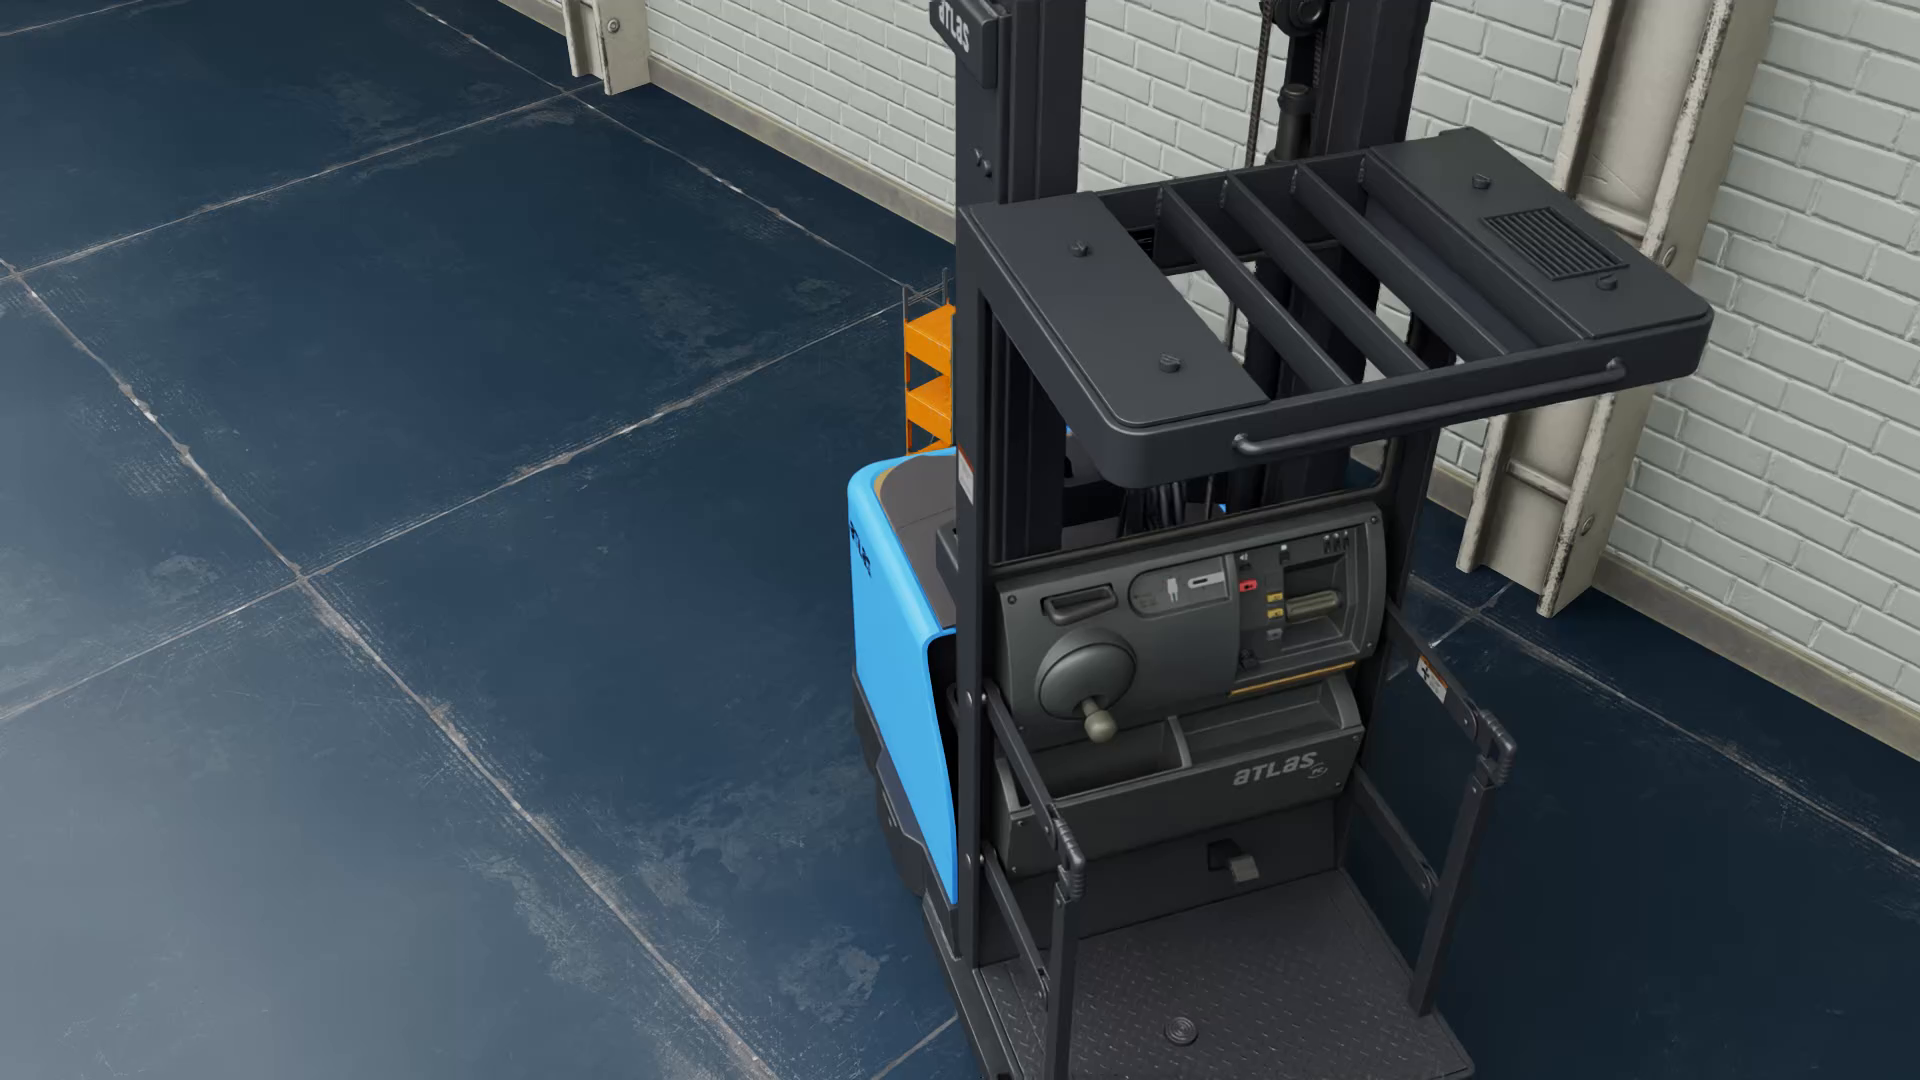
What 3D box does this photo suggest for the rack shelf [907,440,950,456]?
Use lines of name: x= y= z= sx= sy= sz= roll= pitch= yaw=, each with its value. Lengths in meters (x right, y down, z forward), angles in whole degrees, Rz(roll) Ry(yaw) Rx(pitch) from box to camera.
rack shelf: x=-0.036 y=-0.209 z=6.132 sx=0.215 sy=0.259 sz=0.240 roll=-30 pitch=48 yaw=-32

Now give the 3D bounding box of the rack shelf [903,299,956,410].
rack shelf: x=-0.036 y=-0.646 z=5.779 sx=0.215 sy=0.259 sz=0.240 roll=-30 pitch=48 yaw=-32

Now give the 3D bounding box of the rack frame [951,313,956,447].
rack frame: x=0.046 y=-0.377 z=5.881 sx=0.200 sy=1.050 sz=0.008 roll=-30 pitch=48 yaw=-32

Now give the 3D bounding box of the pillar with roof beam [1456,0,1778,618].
pillar with roof beam: x=-1.100 y=-1.548 z=1.005 sx=9.100 sy=9.000 sz=0.400 roll=-30 pitch=48 yaw=-32

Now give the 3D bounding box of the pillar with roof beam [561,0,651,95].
pillar with roof beam: x=-5.158 y=-4.325 z=4.443 sx=9.100 sy=9.000 sz=0.400 roll=-30 pitch=48 yaw=-32

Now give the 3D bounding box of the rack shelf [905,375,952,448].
rack shelf: x=-0.036 y=-0.425 z=5.957 sx=0.215 sy=0.259 sz=0.240 roll=-30 pitch=48 yaw=-32

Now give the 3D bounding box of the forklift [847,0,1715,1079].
forklift: x=0.607 y=0.264 z=3.591 sx=1.130 sy=2.935 sz=3.031 roll=-12 pitch=40 yaw=-14

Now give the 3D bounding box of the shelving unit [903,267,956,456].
shelving unit: x=-0.036 y=-0.433 z=5.951 sx=0.215 sy=1.050 sz=0.252 roll=-30 pitch=48 yaw=-32

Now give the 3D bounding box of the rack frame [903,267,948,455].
rack frame: x=-0.119 y=-0.490 z=6.021 sx=0.200 sy=1.050 sz=0.008 roll=-30 pitch=48 yaw=-32
